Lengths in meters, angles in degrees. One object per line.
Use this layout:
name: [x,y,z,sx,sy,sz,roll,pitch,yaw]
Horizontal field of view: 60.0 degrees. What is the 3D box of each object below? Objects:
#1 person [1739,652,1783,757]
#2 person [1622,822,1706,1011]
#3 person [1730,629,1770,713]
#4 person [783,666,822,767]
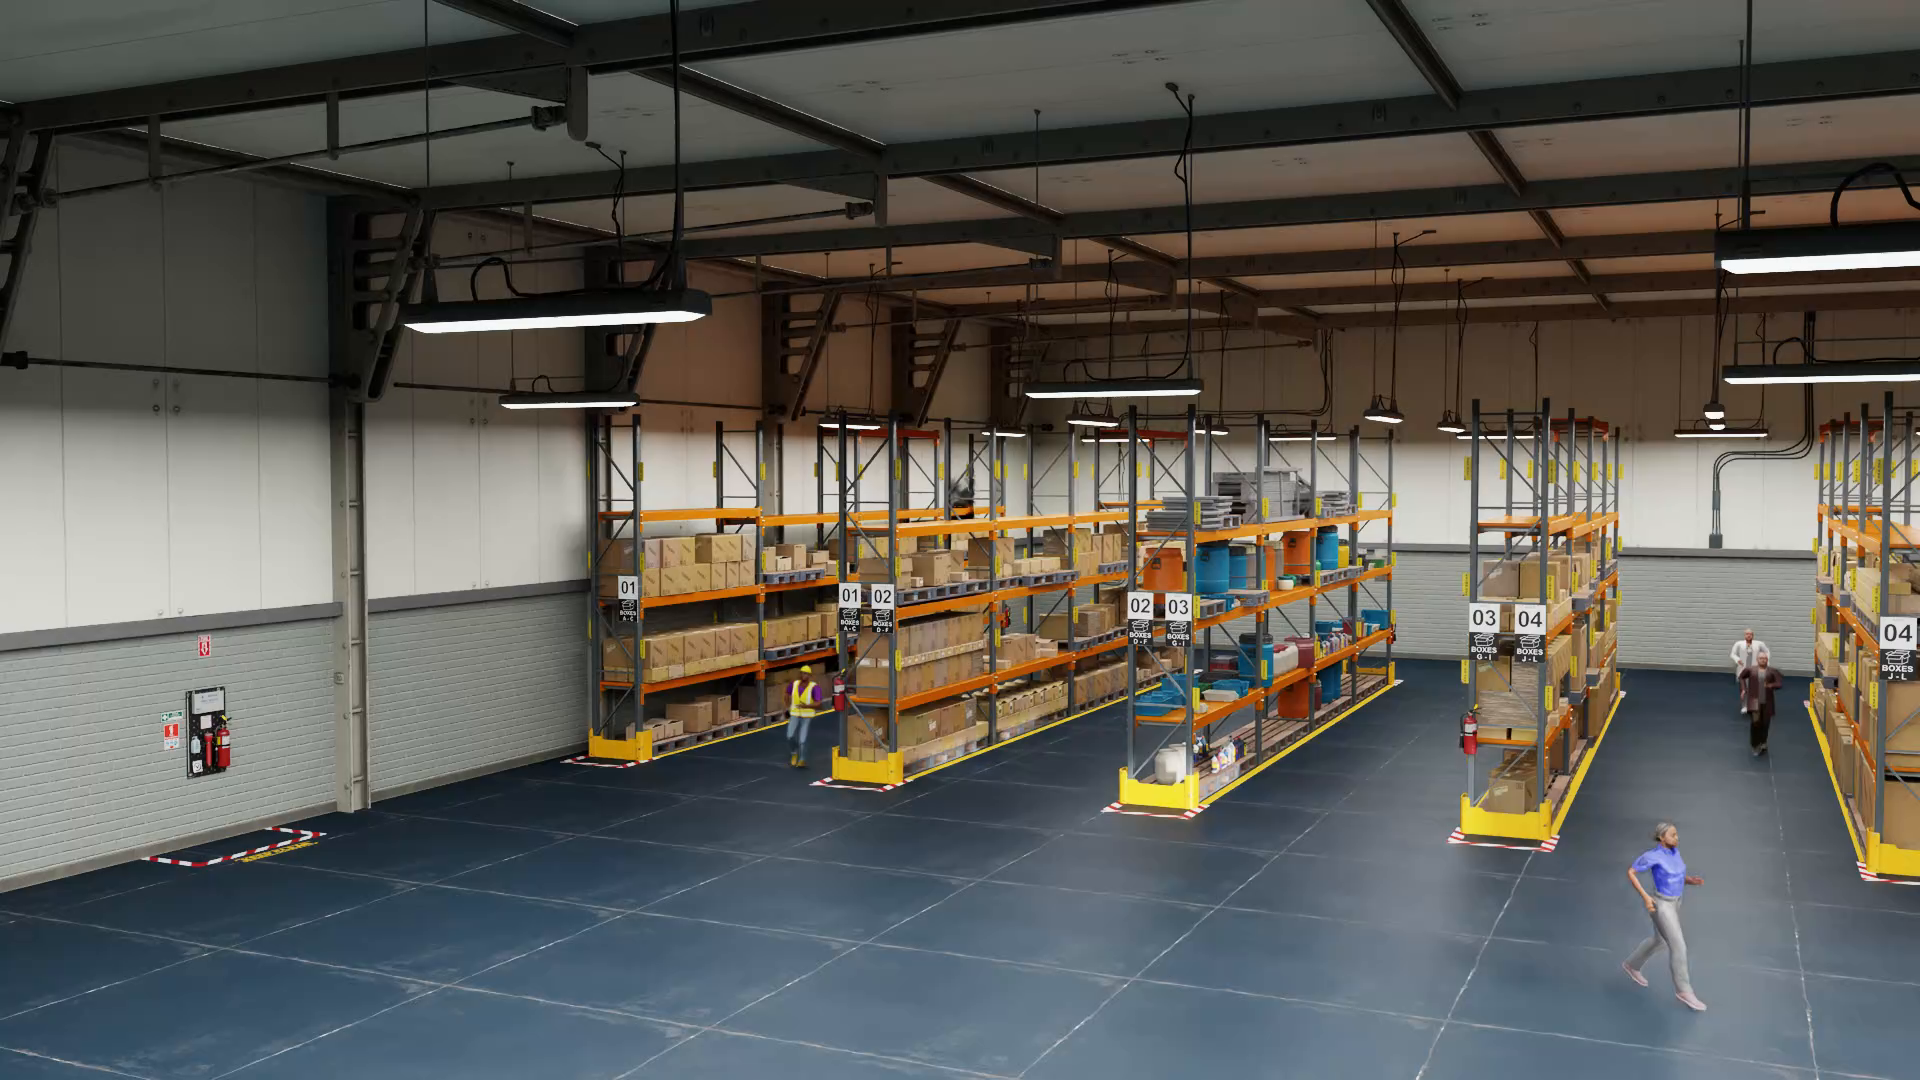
person: [14.172,2.907,29.427,0.669,1.849,0.835,1,2,18]
person: [6.661,3.514,15.740,0.548,1.669,0.885,-2,3,-41]
person: [16.281,2.718,34.281,0.745,1.765,0.697,1,3,26]
person: [-2.676,2.981,28.101,0.695,1.714,0.630,0,2,6]
